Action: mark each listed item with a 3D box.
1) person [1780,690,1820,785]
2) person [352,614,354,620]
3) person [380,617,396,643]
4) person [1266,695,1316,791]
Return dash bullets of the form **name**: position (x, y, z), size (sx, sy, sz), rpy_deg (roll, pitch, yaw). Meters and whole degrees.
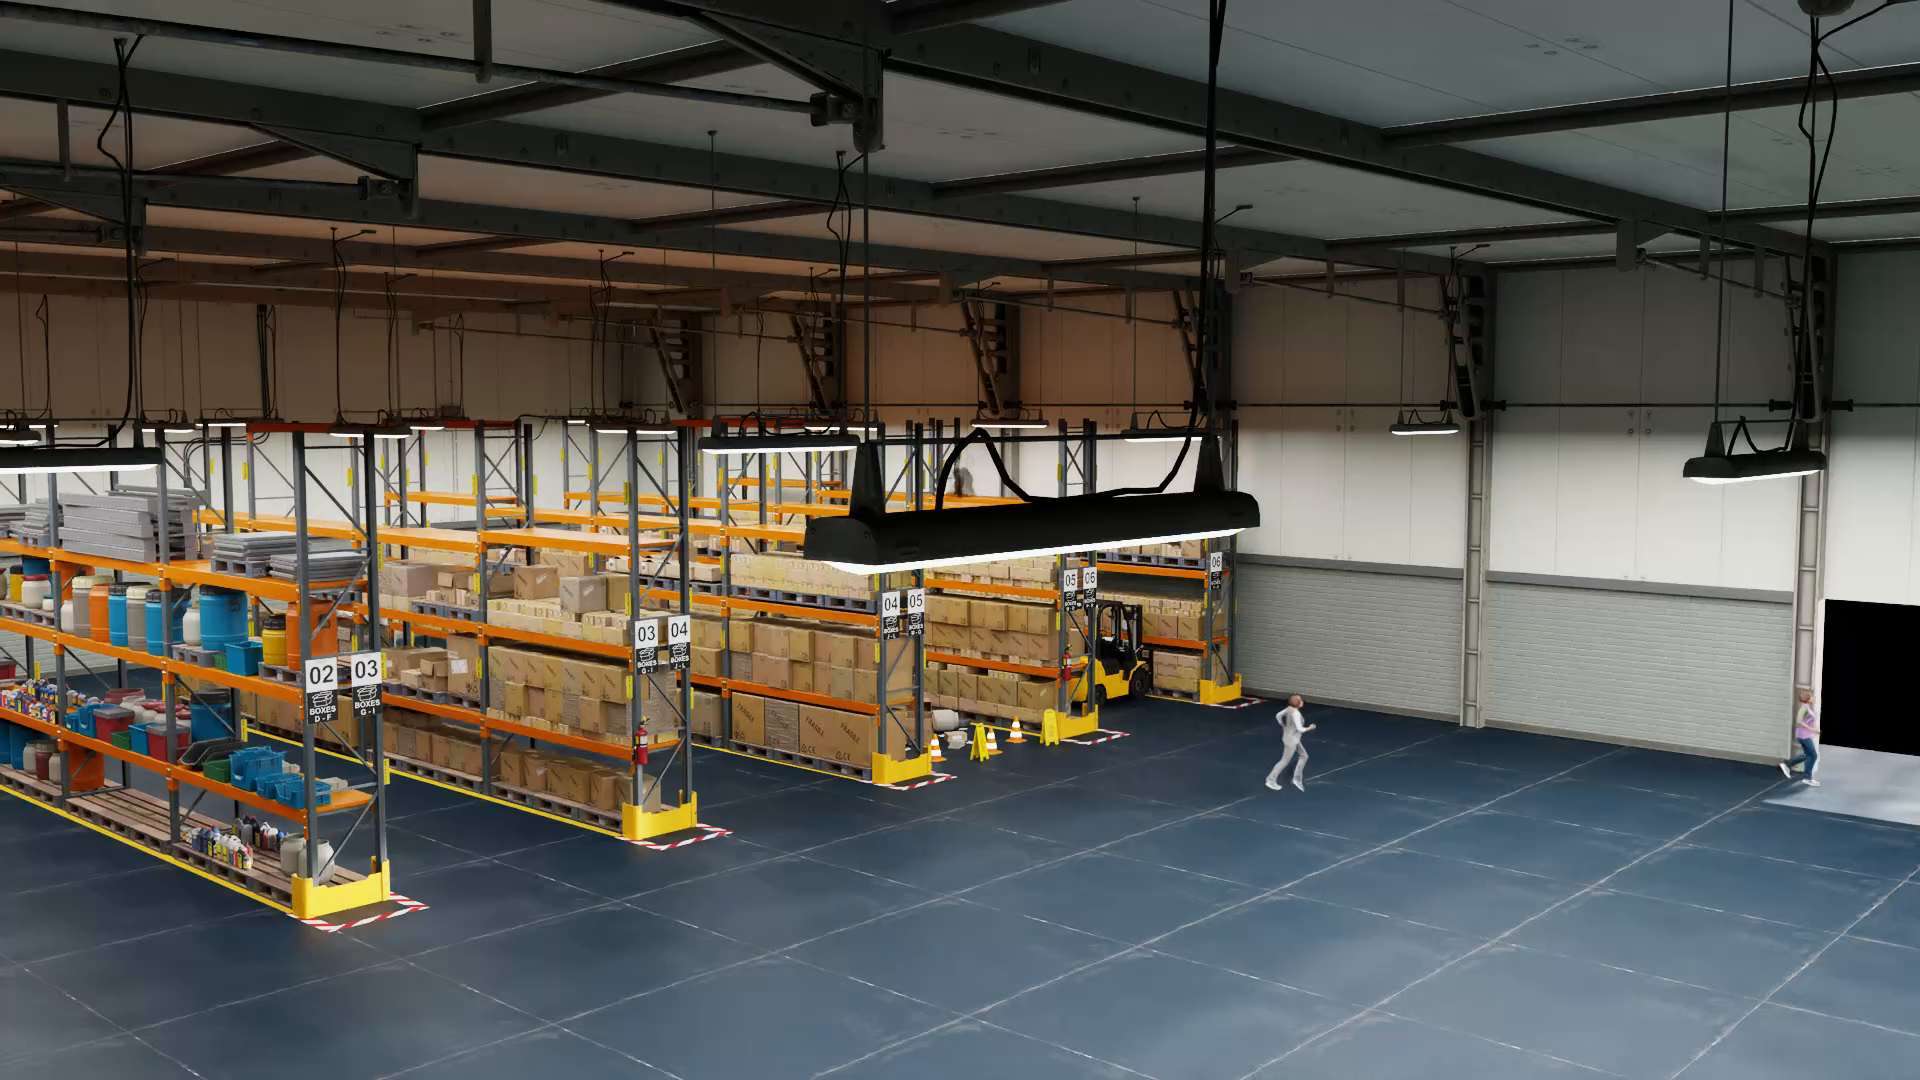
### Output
- **person**: position (14.047, 3.296, 27.754), size (0.611, 1.582, 0.586), rpy_deg (3, 5, 30)
- **person**: position (-13.433, 2.450, 37.003), size (0.761, 1.746, 0.676), rpy_deg (4, 6, 42)
- **person**: position (-13.756, 2.348, 39.963), size (0.894, 1.428, 0.780), rpy_deg (-2, 5, -20)
- **person**: position (5.390, 3.318, 27.128), size (0.830, 1.619, 0.546), rpy_deg (0, 5, 1)
